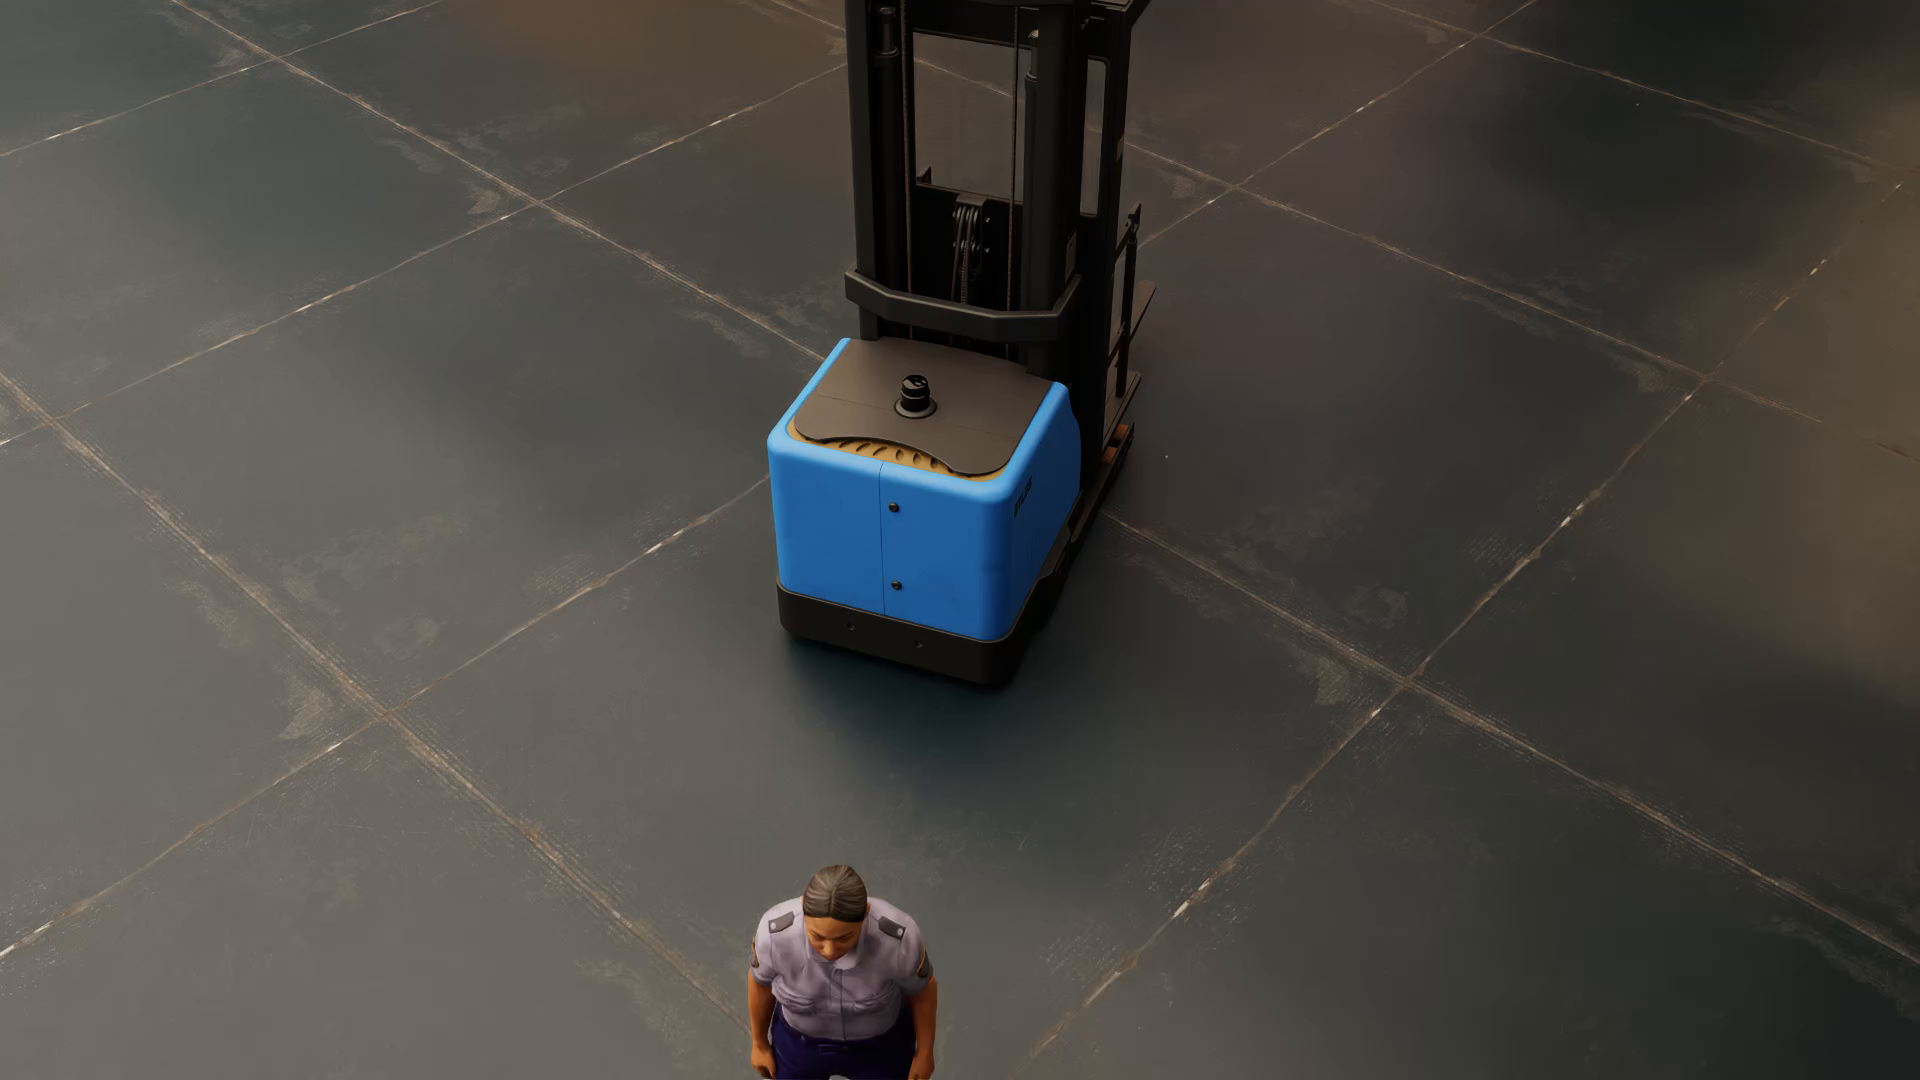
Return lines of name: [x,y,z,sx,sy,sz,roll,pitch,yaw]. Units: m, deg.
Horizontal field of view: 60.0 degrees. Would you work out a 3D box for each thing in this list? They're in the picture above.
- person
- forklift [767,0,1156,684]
person: [-0.346,1.433,4.745,0.564,1.649,0.369,3,41,4]
forklift: [0.211,-1.484,7.158,1.130,2.935,3.031,14,42,15]
